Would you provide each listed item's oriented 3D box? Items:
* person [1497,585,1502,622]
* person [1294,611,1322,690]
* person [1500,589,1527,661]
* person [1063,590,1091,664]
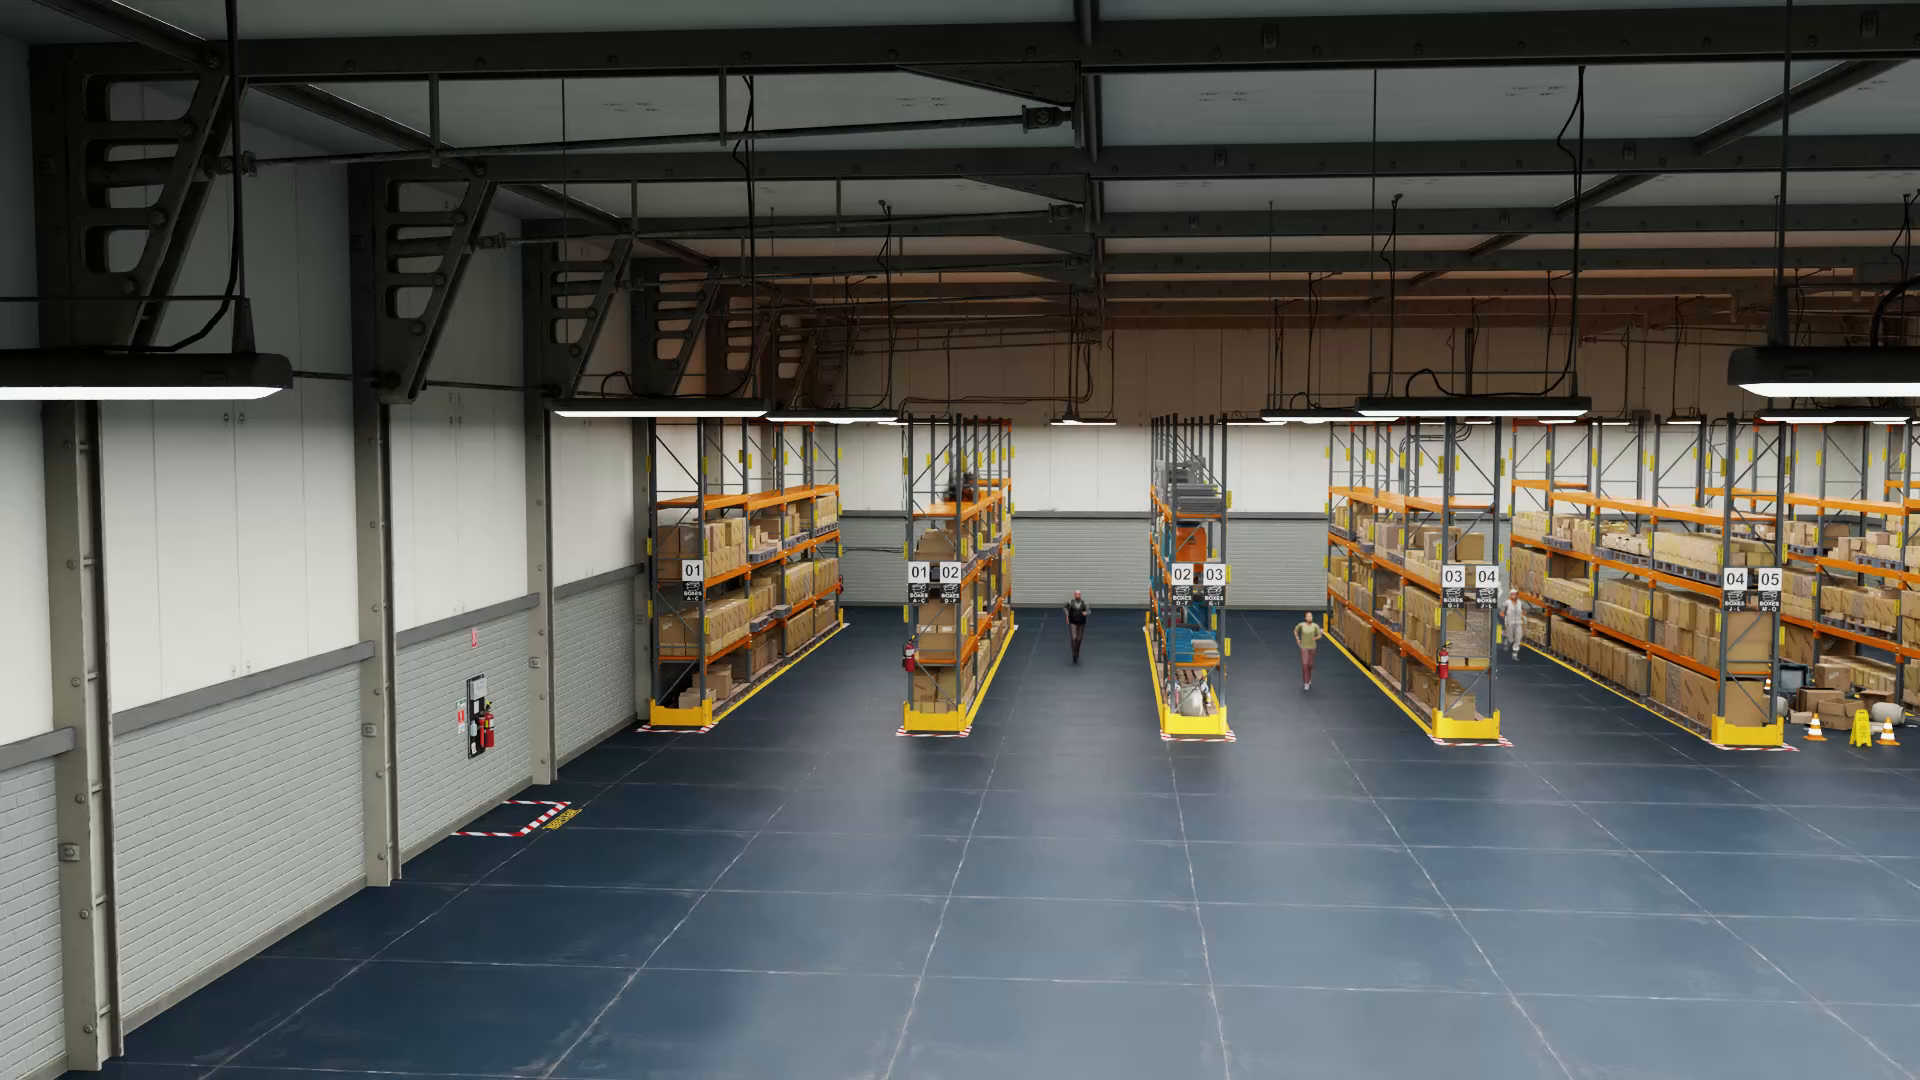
[{"bbox_3d":[14.977,1.710,47.104,0.923,1.667,0.676,-1,4,-16],"label":"person"},{"bbox_3d":[7.684,2.425,36.682,0.581,1.707,0.726,0,4,1],"label":"person"},{"bbox_3d":[13.706,2.087,41.135,0.669,1.748,0.848,0,4,3],"label":"person"},{"bbox_3d":[2.883,2.111,40.864,0.647,1.776,0.845,0,4,-7],"label":"person"}]
